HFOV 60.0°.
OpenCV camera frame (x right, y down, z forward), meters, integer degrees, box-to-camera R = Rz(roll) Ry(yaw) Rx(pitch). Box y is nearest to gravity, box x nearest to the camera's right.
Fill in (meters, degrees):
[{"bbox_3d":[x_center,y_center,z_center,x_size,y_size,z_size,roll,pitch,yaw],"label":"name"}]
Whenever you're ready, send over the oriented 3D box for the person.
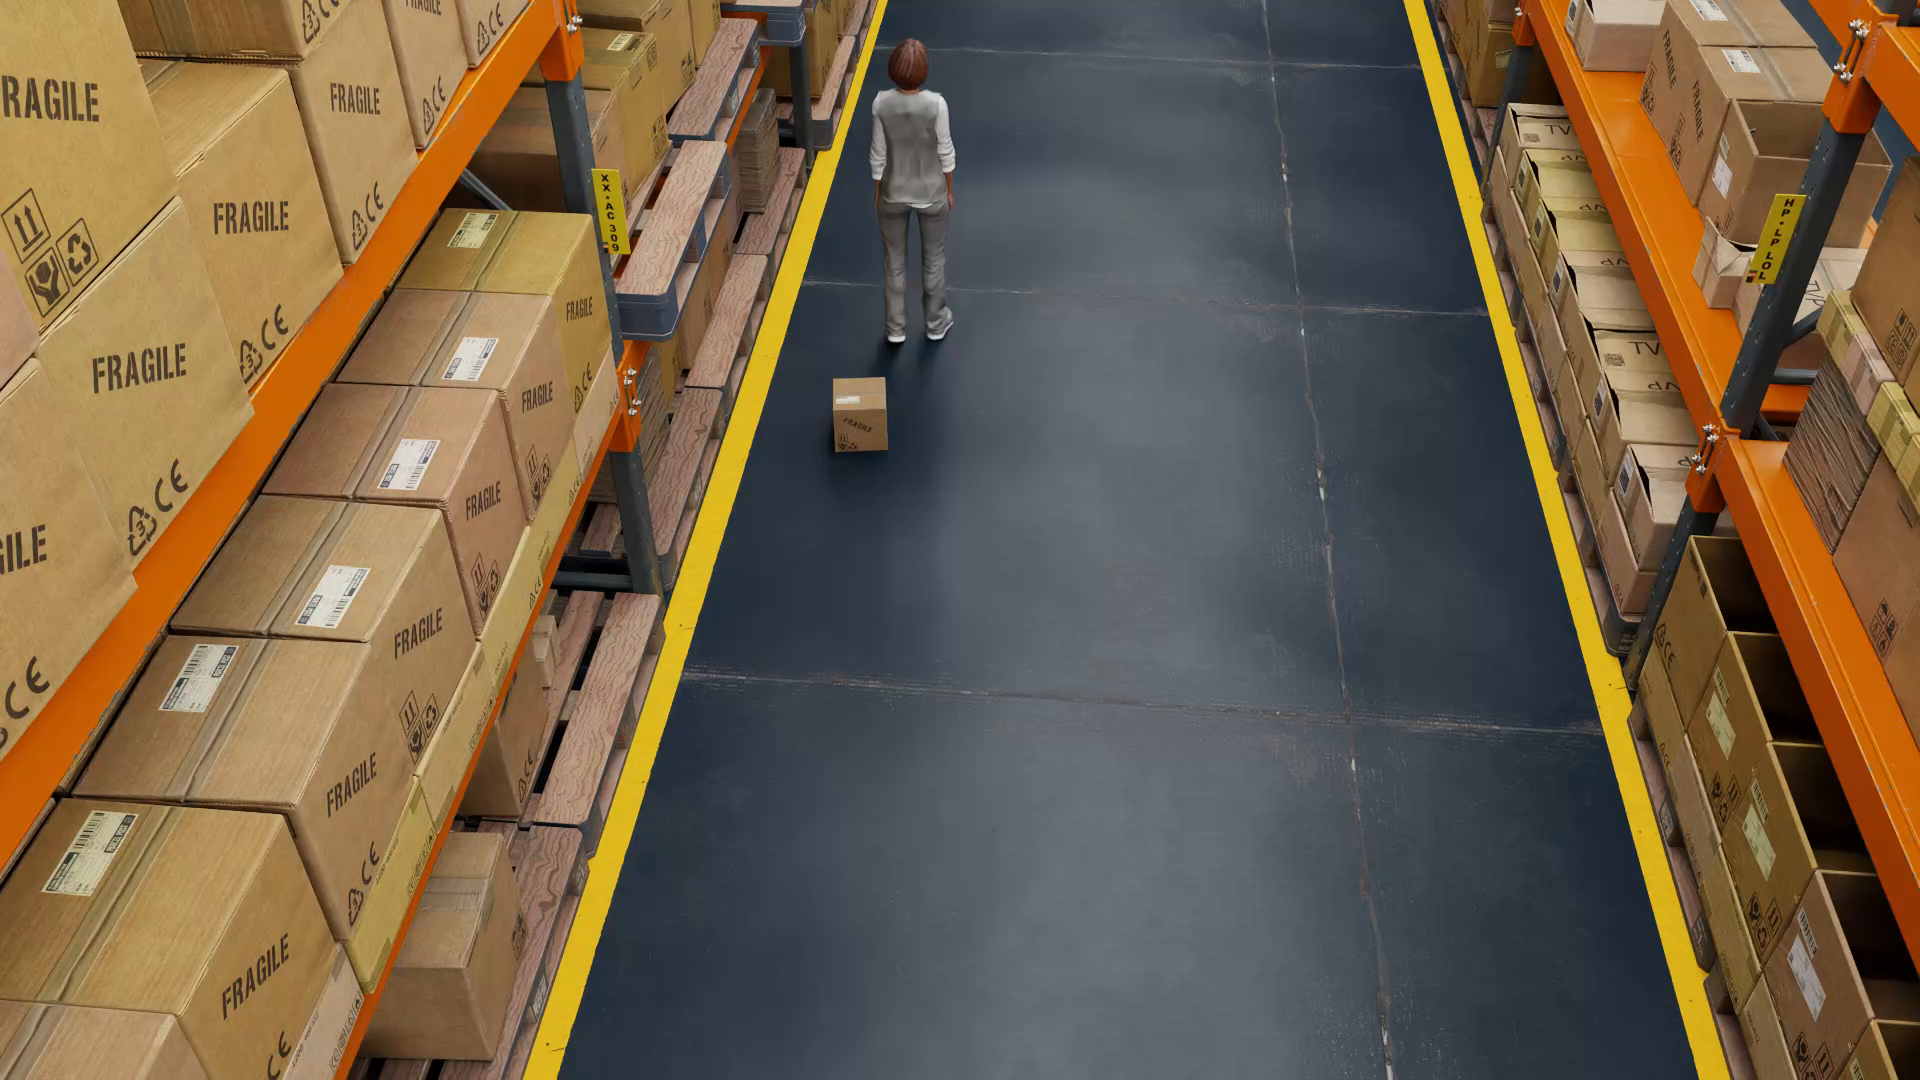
[{"bbox_3d":[-0.227,-1.684,8.140,0.412,1.628,0.331,2,41,3],"label":"person"}]
